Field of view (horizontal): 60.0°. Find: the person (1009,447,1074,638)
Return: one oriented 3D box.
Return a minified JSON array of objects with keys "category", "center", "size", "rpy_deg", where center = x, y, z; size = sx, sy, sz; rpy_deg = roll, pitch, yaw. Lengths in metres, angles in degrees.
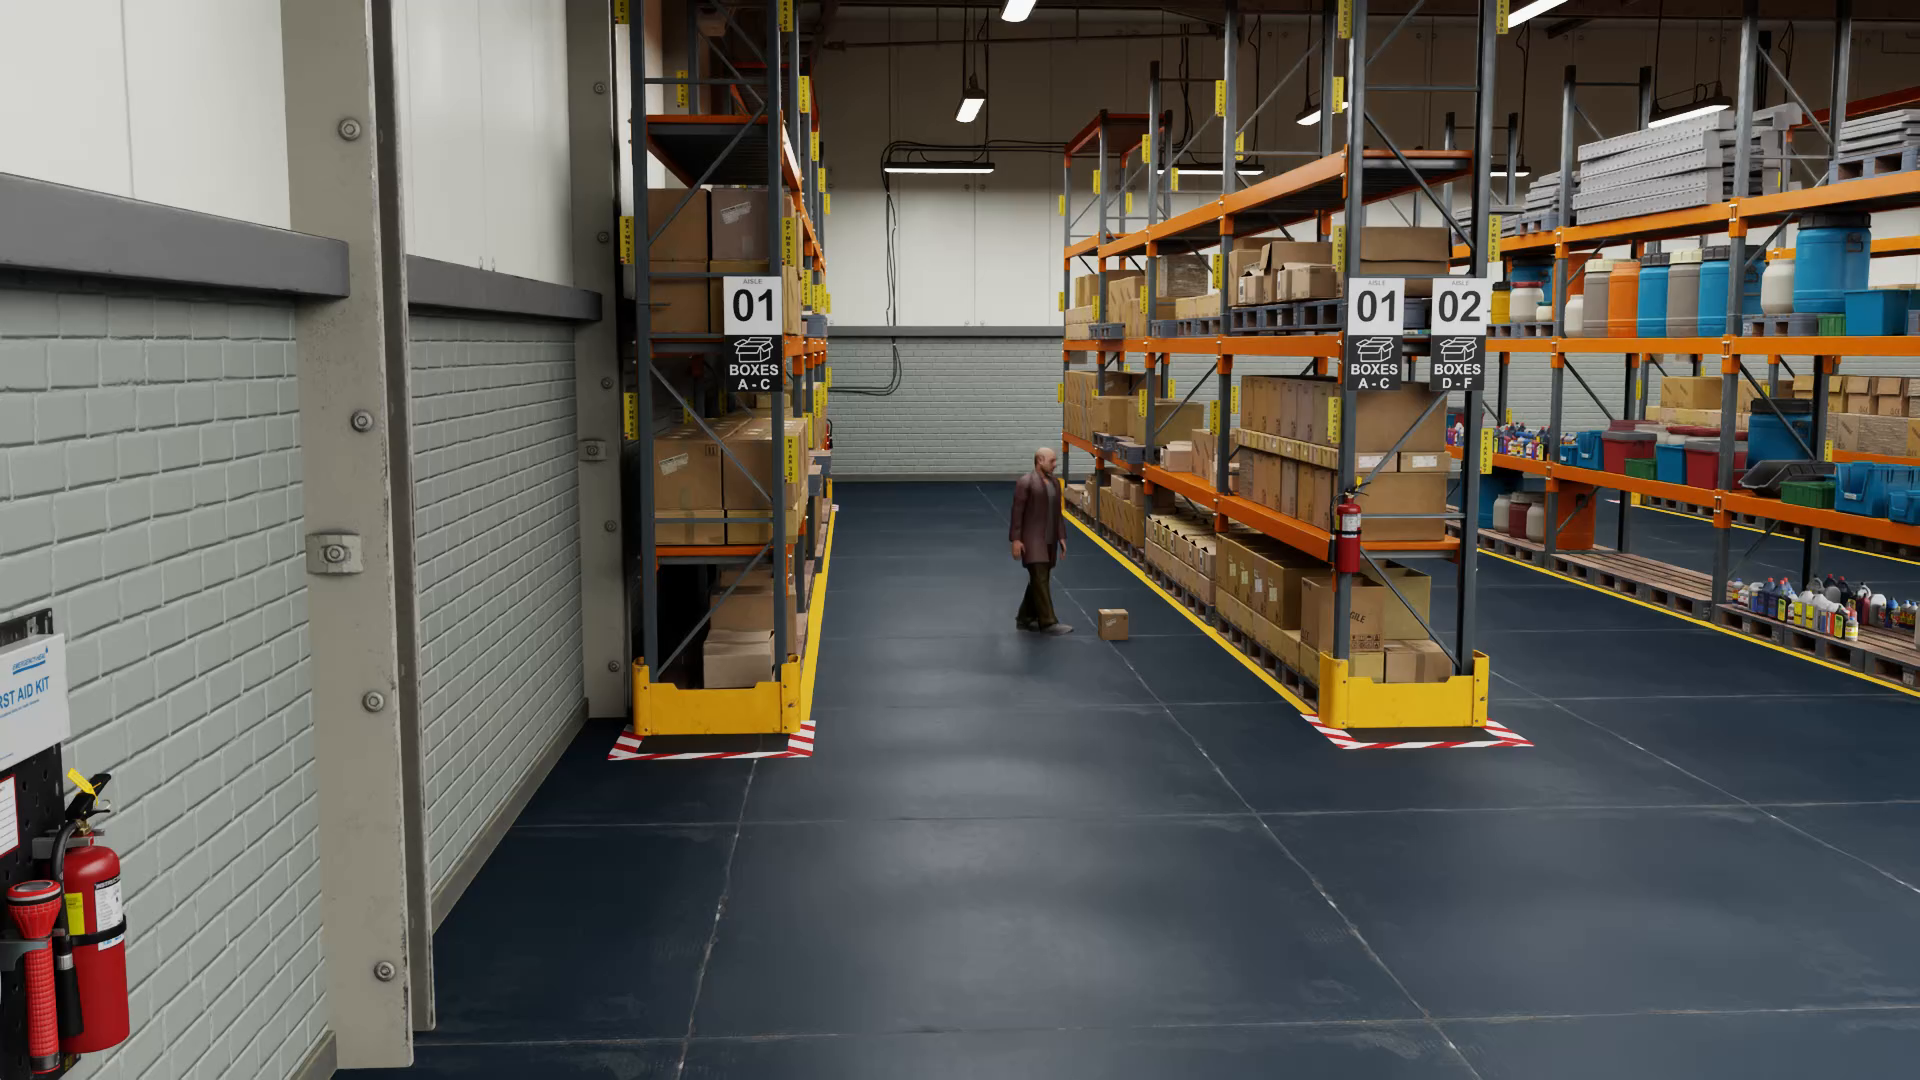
[{"category":"person","center":[0.817,0.018,15.502],"size":[0.854,1.751,0.615],"rpy_deg":[6,9,43]}]
